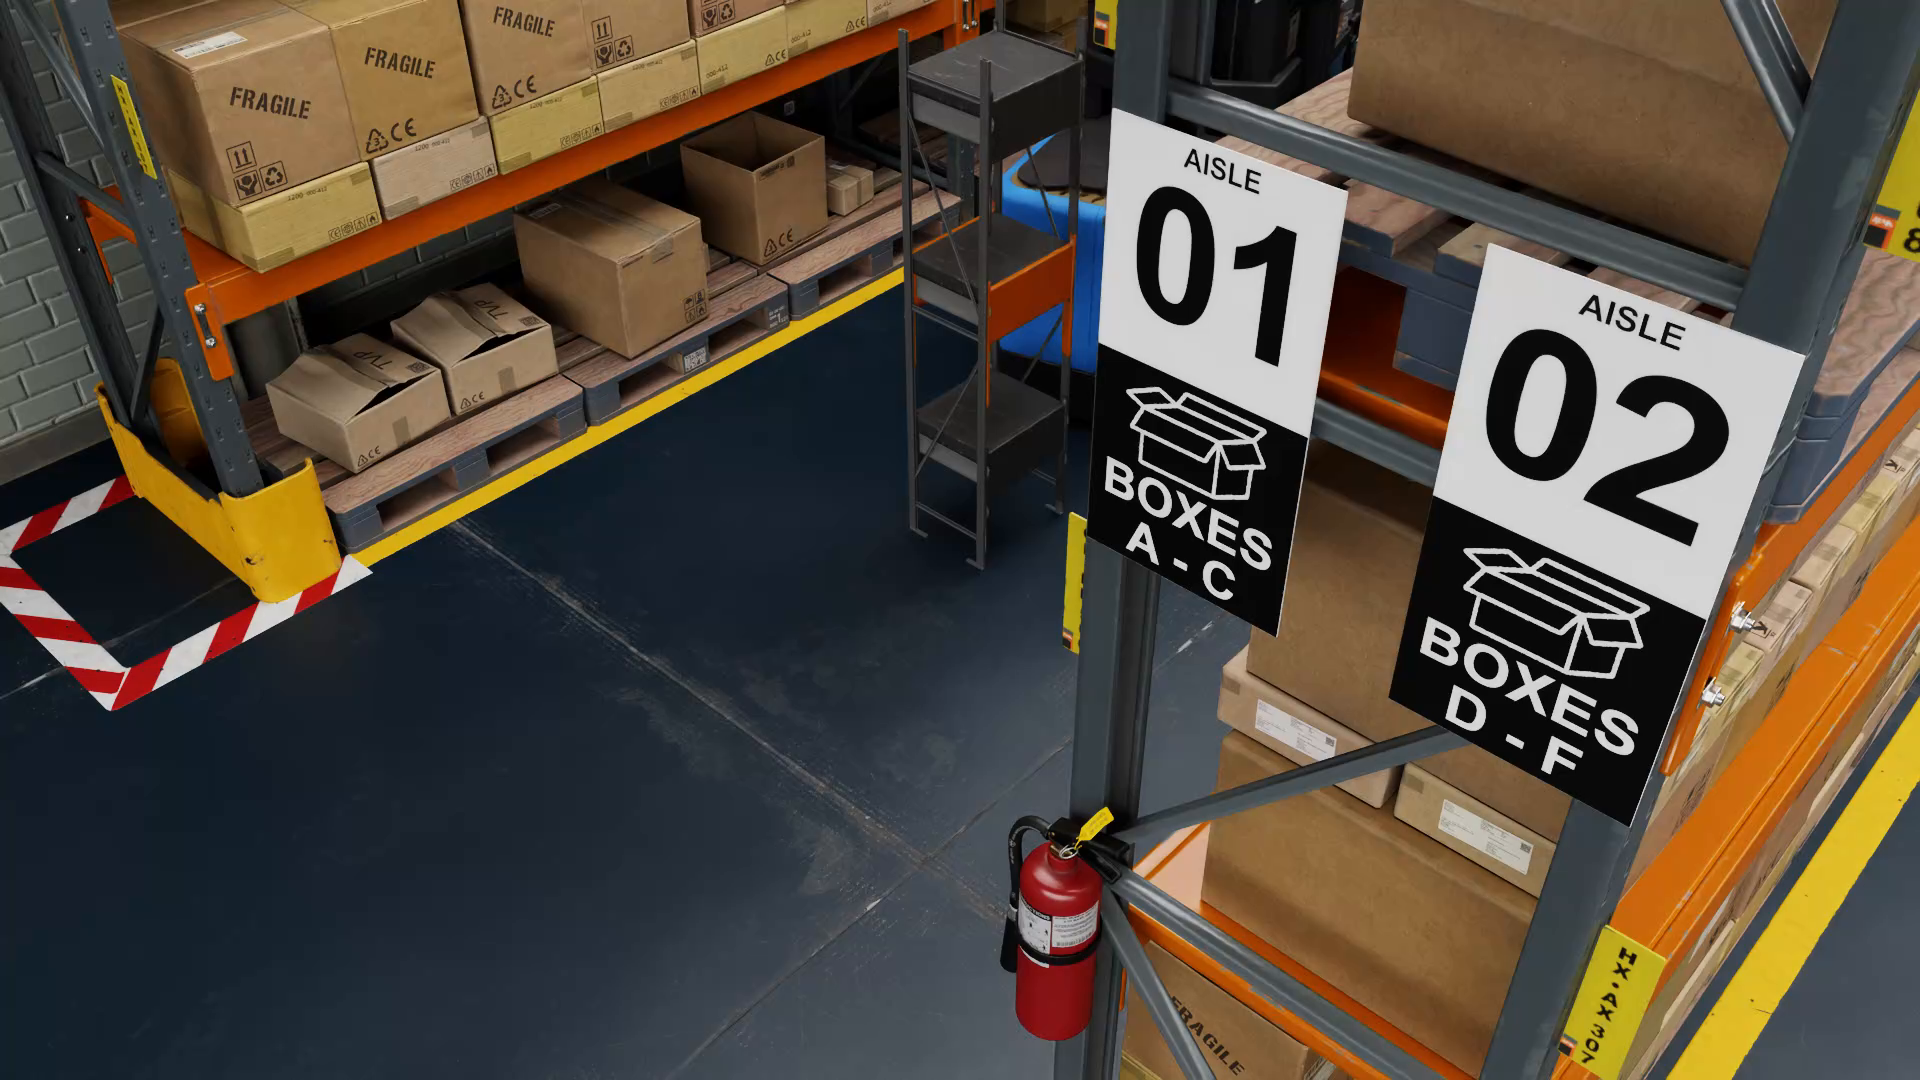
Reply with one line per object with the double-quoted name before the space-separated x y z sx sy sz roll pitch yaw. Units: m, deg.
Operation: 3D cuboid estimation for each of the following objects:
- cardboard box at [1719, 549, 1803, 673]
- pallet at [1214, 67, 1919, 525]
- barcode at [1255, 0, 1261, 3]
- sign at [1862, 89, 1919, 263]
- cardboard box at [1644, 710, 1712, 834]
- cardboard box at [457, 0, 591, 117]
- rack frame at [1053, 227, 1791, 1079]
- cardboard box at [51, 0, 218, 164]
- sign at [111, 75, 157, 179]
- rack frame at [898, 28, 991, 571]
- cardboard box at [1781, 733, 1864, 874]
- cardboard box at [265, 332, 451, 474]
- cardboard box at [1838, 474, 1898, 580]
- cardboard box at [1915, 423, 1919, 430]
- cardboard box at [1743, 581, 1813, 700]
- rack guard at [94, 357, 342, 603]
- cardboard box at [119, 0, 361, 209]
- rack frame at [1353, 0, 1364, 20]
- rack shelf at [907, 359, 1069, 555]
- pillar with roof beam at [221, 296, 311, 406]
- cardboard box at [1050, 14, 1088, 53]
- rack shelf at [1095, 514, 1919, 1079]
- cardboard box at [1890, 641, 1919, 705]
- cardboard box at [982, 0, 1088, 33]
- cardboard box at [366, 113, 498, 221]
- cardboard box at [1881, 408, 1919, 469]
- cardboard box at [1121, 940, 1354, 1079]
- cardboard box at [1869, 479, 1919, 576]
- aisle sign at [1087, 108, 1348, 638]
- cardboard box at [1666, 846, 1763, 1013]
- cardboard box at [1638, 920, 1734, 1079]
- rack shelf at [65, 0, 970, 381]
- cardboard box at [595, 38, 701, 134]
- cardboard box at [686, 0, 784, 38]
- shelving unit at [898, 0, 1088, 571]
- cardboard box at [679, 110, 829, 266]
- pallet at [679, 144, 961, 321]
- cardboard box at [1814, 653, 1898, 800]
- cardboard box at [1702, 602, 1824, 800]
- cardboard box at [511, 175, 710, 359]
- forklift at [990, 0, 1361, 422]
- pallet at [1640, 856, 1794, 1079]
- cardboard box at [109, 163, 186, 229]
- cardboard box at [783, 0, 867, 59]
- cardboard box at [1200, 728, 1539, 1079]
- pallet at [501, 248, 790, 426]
"cardboard box" 1.339 -0.147 3.402 0.700 0.500 0.500 28 46 31
"pallet" 1.124 -0.576 2.726 1.003 0.211 1.213 30 47 32
"barcode" 0.475 -0.865 2.552 0.001 0.075 0.075 30 47 32
"sign" 1.033 -0.434 1.710 0.100 0.325 0.005 30 47 32
"cardboard box" 1.228 0.372 3.271 0.380 0.149 0.250 28 46 31
"cardboard box" -1.793 -1.995 6.350 0.500 0.500 0.500 28 46 31
"rack frame" 0.628 0.877 3.237 1.000 3.000 0.127 30 47 32
"cardboard box" -2.870 -1.750 6.042 0.500 0.500 0.500 29 47 31
"sign" -2.631 -1.312 5.295 0.100 0.325 0.005 30 47 32
"rack frame" -0.053 -0.786 6.051 0.400 2.100 0.015 30 47 32
"cardboard box" 2.504 0.718 5.309 0.500 0.250 0.500 30 47 32
"cardboard box" -2.498 -0.601 6.903 0.500 0.311 0.500 24 44 27
"cardboard box" 1.919 -0.098 3.862 0.380 0.149 0.250 29 47 31
"cardboard box" 2.266 -0.333 4.157 0.380 0.149 0.250 31 48 33
"cardboard box" 1.569 0.143 3.559 0.380 0.149 0.250 29 47 31
"rack guard" -2.980 -0.258 6.672 1.175 0.500 0.348 30 47 32
"cardboard box" -2.487 -1.537 5.775 0.500 0.500 0.500 30 47 32
"rack frame" 2.366 -4.877 10.473 1.000 3.000 0.127 30 47 32
"rack shelf" 0.112 -0.339 6.636 0.431 0.518 0.480 30 47 32
"pillar with roof beam" -0.020 -2.427 2.571 9.100 9.000 0.400 30 47 32
"cardboard box" 0.463 -2.836 9.562 0.700 0.500 0.500 29 47 31
"rack shelf" 1.977 0.240 4.616 1.077 0.370 4.000 30 47 32
"cardboard box" 3.175 0.256 5.890 0.500 0.250 0.500 30 47 32
"cardboard box" 0.446 -3.075 9.260 0.500 0.250 0.500 29 47 31
"cardboard box" -2.128 -1.486 6.313 0.500 0.250 0.500 28 46 31
"cardboard box" 2.016 -0.609 3.983 0.700 0.500 0.500 30 47 32
"cardboard box" 0.770 1.124 4.196 0.500 0.500 0.500 30 47 32
"cardboard box" 2.339 -0.319 4.661 0.700 0.500 0.500 30 48 32
"aisle sign" 0.367 -0.234 2.545 0.394 0.787 0.004 30 47 32
"cardboard box" 1.818 0.877 4.507 0.500 0.500 0.500 30 47 32
"cardboard box" 1.826 1.175 4.734 0.500 0.250 0.500 30 47 32
"rack shelf" -1.682 -1.838 7.230 1.077 0.370 4.000 30 47 32
"cardboard box" -1.437 -1.949 6.895 0.500 0.250 0.500 30 47 32
"cardboard box" -1.104 -2.476 6.956 0.500 0.500 0.500 28 46 31
"shelving unit" 0.112 -0.898 6.192 0.431 2.100 0.503 30 47 32
"cardboard box" -1.003 -1.739 8.182 0.500 0.500 0.500 26 45 29
"pallet" -0.760 -1.624 8.623 1.003 0.211 1.213 30 47 32
"cardboard box" 2.494 0.419 5.083 0.500 0.500 0.500 30 47 32
"cardboard box" 1.642 0.160 4.059 0.700 0.500 0.500 30 47 32
"cardboard box" -1.582 -1.253 7.571 0.700 0.500 0.500 27 46 29
"forklift" 1.235 -2.457 7.485 1.130 2.935 3.031 18 42 21
"pallet" 1.936 1.042 5.270 1.003 0.211 1.213 30 47 32
"cardboard box" -2.859 -1.446 6.263 0.500 0.250 0.500 30 48 32
"cardboard box" -0.771 -2.418 7.485 0.500 0.250 0.500 30 47 32
"cardboard box" 0.952 0.629 3.469 0.700 0.500 0.500 30 47 32
"pallet" -1.583 -1.061 7.915 1.003 0.211 1.213 30 47 32
